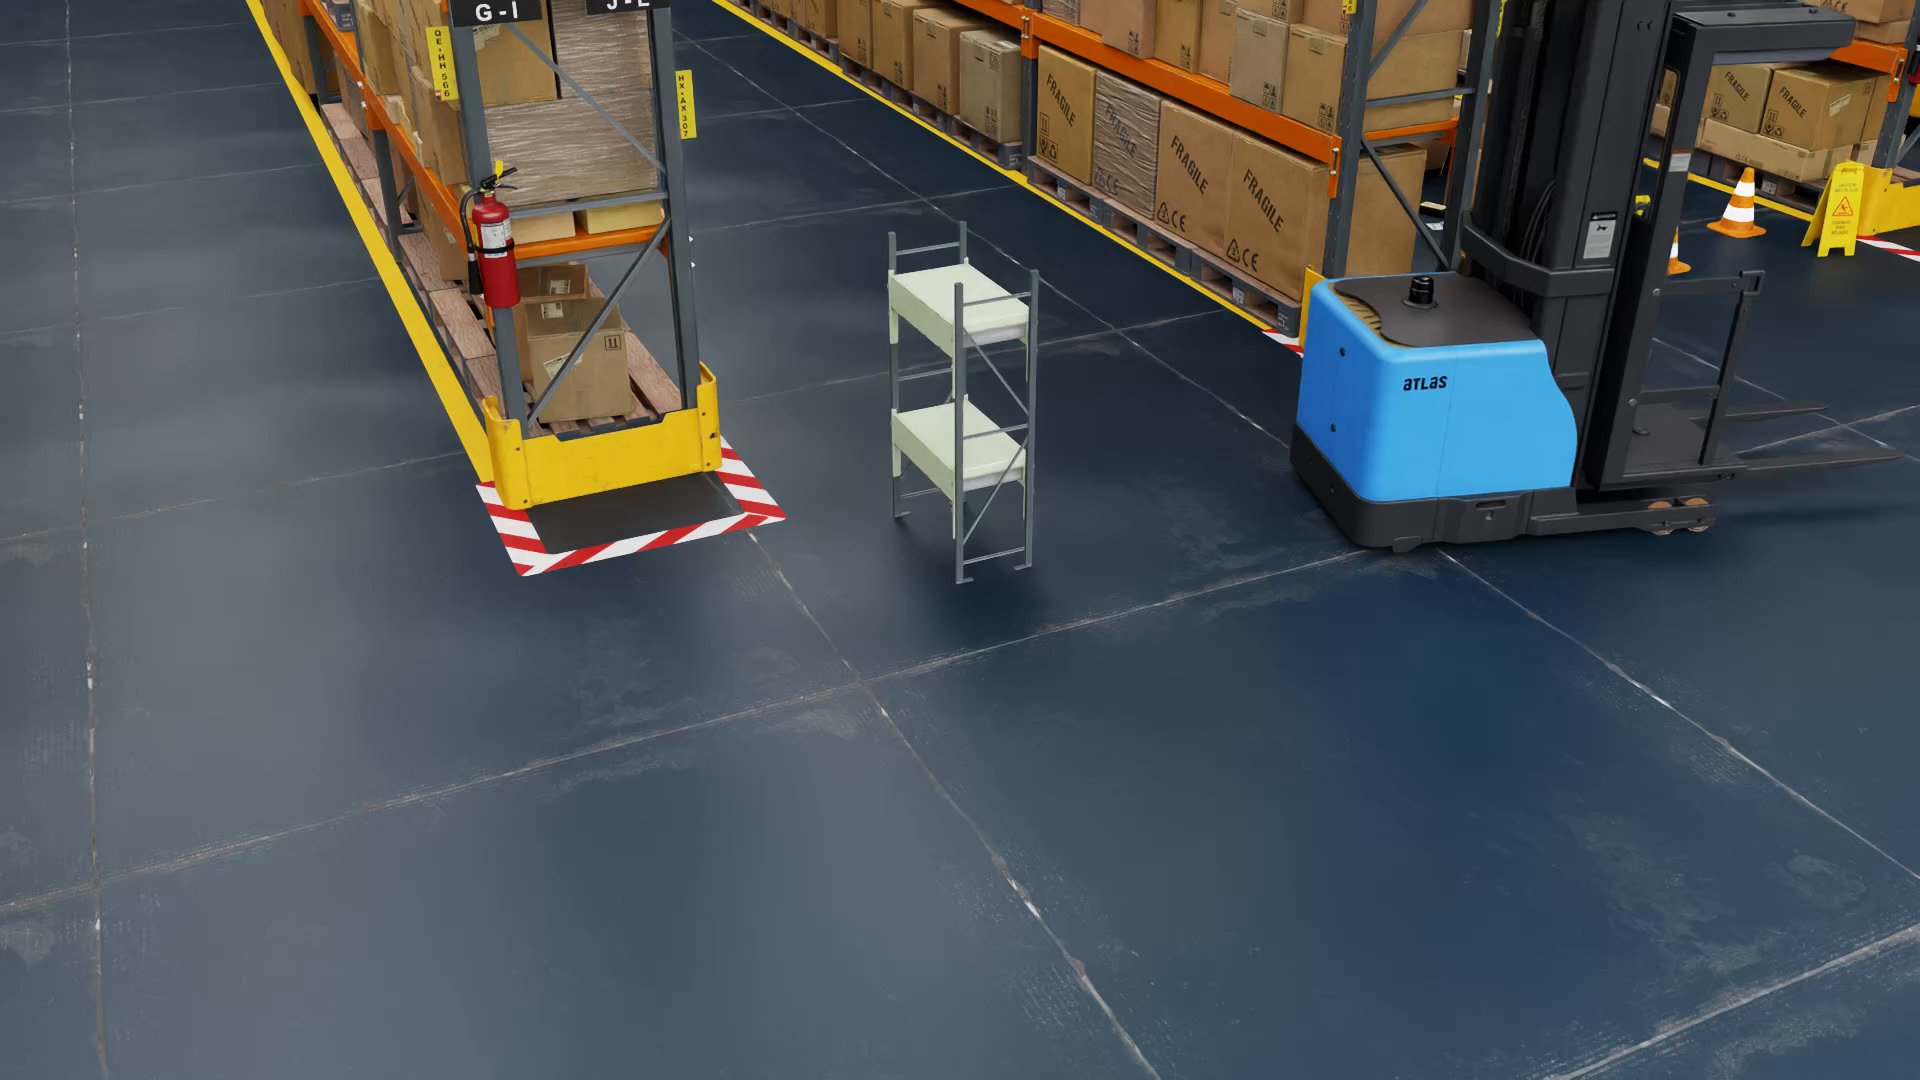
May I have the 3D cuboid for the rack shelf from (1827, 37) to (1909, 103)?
[{"bbox_3d":[6.263,-4.267,13.529,1.077,0.370,4.000,-13,32,-22],"label":"rack shelf"}]

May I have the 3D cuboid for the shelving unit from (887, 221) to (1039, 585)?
[{"bbox_3d":[0.003,-0.651,7.878,0.431,1.500,0.755,-13,32,-22],"label":"shelving unit"}]

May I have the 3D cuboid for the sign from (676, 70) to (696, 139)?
[{"bbox_3d":[-1.339,-2.108,8.058,0.100,0.325,0.005,-13,32,-22],"label":"sign"}]

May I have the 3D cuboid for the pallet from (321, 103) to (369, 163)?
[{"bbox_3d":[-4.929,-3.589,14.434,1.003,0.211,1.213,-13,32,-22],"label":"pallet"}]

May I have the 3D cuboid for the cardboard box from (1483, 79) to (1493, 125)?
[{"bbox_3d":[4.635,-3.616,14.185,0.500,0.500,0.500,7,30,13],"label":"cardboard box"}]

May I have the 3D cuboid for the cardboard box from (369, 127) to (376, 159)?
[{"bbox_3d":[-4.218,-3.223,13.036,0.700,0.500,0.500,-16,33,-26],"label":"cardboard box"}]

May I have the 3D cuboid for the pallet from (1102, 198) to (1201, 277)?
[{"bbox_3d":[1.761,-2.272,12.086,1.003,0.211,1.213,-13,32,-22],"label":"pallet"}]

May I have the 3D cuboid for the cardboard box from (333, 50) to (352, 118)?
[{"bbox_3d":[-4.957,-3.961,14.352,0.700,0.500,0.500,-15,33,-25],"label":"cardboard box"}]

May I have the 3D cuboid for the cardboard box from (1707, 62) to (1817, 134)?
[{"bbox_3d":[6.315,-3.538,13.107,0.500,0.500,0.500,-12,31,-20],"label":"cardboard box"}]

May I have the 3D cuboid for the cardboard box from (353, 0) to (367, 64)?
[{"bbox_3d":[-3.409,-3.345,10.743,0.875,0.500,0.500,-13,32,-22],"label":"cardboard box"}]

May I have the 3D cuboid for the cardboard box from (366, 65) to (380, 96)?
[{"bbox_3d":[-3.630,-3.003,10.795,0.380,0.149,0.250,-13,32,-22],"label":"cardboard box"}]

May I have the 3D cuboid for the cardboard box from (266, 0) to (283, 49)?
[{"bbox_3d":[-6.303,-5.501,16.736,1.225,0.875,0.875,-14,32,-24],"label":"cardboard box"}]

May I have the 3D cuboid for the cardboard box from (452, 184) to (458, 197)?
[{"bbox_3d":[-2.492,-1.914,8.853,0.380,0.149,0.250,-13,32,-22],"label":"cardboard box"}]

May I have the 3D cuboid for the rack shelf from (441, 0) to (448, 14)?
[{"bbox_3d":[-2.687,-3.495,9.084,1.077,0.370,4.000,-13,32,-22],"label":"rack shelf"}]

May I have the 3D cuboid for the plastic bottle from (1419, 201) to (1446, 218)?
[{"bbox_3d":[3.588,-2.533,12.705,0.283,0.061,0.133,26,38,38],"label":"plastic bottle"}]

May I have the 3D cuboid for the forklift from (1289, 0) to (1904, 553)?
[{"bbox_3d":[3.320,-1.552,8.022,3.031,2.935,1.130,-5,30,-9],"label":"forklift"}]

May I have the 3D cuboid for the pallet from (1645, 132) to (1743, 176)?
[{"bbox_3d":[6.252,-3.419,14.132,1.003,0.211,1.213,-13,32,-22],"label":"pallet"}]

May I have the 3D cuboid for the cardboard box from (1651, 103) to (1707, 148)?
[{"bbox_3d":[6.087,-3.443,13.704,0.500,0.250,0.500,-14,32,-24],"label":"cardboard box"}]

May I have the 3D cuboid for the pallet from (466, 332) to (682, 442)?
[{"bbox_3d":[-2.178,-0.800,9.462,1.003,0.211,1.213,-13,32,-22],"label":"pallet"}]

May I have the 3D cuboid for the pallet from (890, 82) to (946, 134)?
[{"bbox_3d":[0.050,-4.029,15.219,1.003,0.211,1.213,-13,32,-22],"label":"pallet"}]

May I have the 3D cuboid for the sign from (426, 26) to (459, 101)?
[{"bbox_3d":[-2.339,-2.152,7.514,0.100,0.325,0.005,-13,32,-22],"label":"sign"}]

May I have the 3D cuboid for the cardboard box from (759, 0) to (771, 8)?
[{"bbox_3d":[-1.914,-6.163,18.301,0.500,0.500,0.500,-13,32,-21],"label":"cardboard box"}]

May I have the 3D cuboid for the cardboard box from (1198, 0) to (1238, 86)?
[{"bbox_3d":[2.111,-3.346,10.996,0.875,0.550,0.550,-13,32,-22],"label":"cardboard box"}]

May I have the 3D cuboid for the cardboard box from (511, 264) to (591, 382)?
[{"bbox_3d":[-2.369,-1.246,9.531,0.500,0.500,0.500,-5,30,-9],"label":"cardboard box"}]

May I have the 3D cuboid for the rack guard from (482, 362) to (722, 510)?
[{"bbox_3d":[-1.861,-0.560,8.738,1.175,0.500,0.348,-13,32,-22],"label":"rack guard"}]

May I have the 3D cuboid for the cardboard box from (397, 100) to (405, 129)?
[{"bbox_3d":[-3.166,-2.569,10.021,0.380,0.149,0.250,-13,32,-22],"label":"cardboard box"}]

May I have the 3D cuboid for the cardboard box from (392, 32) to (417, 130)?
[{"bbox_3d":[-2.743,-2.688,9.570,0.875,0.500,0.500,-13,32,-22],"label":"cardboard box"}]

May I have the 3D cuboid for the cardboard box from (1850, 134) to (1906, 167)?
[{"bbox_3d":[7.025,-3.096,13.086,0.500,0.250,0.500,-13,32,-22],"label":"cardboard box"}]

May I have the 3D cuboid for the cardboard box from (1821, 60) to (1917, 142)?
[{"bbox_3d":[7.014,-3.433,12.921,0.500,0.500,0.500,-14,32,-24],"label":"cardboard box"}]

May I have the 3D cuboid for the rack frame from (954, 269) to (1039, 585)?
[{"bbox_3d":[0.160,-0.490,7.590,0.400,1.500,0.023,-13,32,-22],"label":"rack frame"}]

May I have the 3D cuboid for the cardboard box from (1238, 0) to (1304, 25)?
[{"bbox_3d":[2.251,-3.546,10.249,0.875,0.550,0.550,-13,32,-22],"label":"cardboard box"}]

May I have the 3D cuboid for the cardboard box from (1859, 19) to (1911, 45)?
[{"bbox_3d":[6.768,-3.708,12.053,0.380,0.149,0.250,-12,31,-20],"label":"cardboard box"}]

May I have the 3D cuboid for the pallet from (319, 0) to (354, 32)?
[{"bbox_3d":[-4.376,-4.201,12.871,1.003,0.211,1.213,-13,32,-22],"label":"pallet"}]

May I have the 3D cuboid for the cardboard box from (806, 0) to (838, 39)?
[{"bbox_3d":[-1.259,-5.476,17.075,0.500,0.500,0.500,-13,32,-22],"label":"cardboard box"}]

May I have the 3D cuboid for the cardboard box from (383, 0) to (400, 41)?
[{"bbox_3d":[-2.928,-3.081,9.249,0.500,0.500,0.500,-13,32,-22],"label":"cardboard box"}]

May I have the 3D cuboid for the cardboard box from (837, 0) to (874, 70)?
[{"bbox_3d":[-0.560,-5.062,16.080,1.050,0.750,0.750,-14,32,-23],"label":"cardboard box"}]

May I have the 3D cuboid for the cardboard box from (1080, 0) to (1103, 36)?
[{"bbox_3d":[1.403,-4.047,12.248,0.875,0.550,0.550,-13,32,-22],"label":"cardboard box"}]

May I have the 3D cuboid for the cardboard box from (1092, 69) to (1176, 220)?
[{"bbox_3d":[1.574,-2.947,12.182,0.875,0.875,0.875,-13,32,-22],"label":"cardboard box"}]

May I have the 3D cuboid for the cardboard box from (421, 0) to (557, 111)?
[{"bbox_3d":[-2.288,-2.417,8.065,0.500,0.500,0.500,-13,32,-22],"label":"cardboard box"}]

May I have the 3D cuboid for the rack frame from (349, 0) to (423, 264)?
[{"bbox_3d":[-3.546,-3.384,11.218,1.000,3.000,0.127,-13,32,-22],"label":"rack frame"}]

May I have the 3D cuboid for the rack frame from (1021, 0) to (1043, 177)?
[{"bbox_3d":[0.977,-4.381,12.995,1.000,3.000,0.127,-13,32,-22],"label":"rack frame"}]

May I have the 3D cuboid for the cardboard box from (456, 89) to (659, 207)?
[{"bbox_3d":[-2.040,-2.039,8.413,0.875,0.500,0.500,-13,32,-22],"label":"cardboard box"}]

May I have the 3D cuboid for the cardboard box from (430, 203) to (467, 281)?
[{"bbox_3d":[-3.158,-2.040,10.948,0.500,0.500,0.500,-3,29,-6],"label":"cardboard box"}]

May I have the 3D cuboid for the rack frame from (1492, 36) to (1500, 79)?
[{"bbox_3d":[5.404,-5.465,14.928,1.000,3.000,0.127,-13,32,-22],"label":"rack frame"}]

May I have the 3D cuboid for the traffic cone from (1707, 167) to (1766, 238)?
[{"bbox_3d":[5.772,-2.510,12.253,0.336,0.463,0.334,-13,32,-22],"label":"traffic cone"}]

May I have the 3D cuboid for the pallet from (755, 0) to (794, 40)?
[{"bbox_3d":[-1.594,-5.815,18.404,1.003,0.211,1.213,-13,32,-22],"label":"pallet"}]

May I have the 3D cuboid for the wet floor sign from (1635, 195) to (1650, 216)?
[{"bbox_3d":[4.495,-1.990,11.139,0.267,0.644,0.232,-19,35,-30],"label":"wet floor sign"}]

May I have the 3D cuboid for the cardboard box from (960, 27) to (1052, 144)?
[{"bbox_3d":[0.629,-3.838,13.898,1.050,0.750,0.750,-13,32,-22],"label":"cardboard box"}]
